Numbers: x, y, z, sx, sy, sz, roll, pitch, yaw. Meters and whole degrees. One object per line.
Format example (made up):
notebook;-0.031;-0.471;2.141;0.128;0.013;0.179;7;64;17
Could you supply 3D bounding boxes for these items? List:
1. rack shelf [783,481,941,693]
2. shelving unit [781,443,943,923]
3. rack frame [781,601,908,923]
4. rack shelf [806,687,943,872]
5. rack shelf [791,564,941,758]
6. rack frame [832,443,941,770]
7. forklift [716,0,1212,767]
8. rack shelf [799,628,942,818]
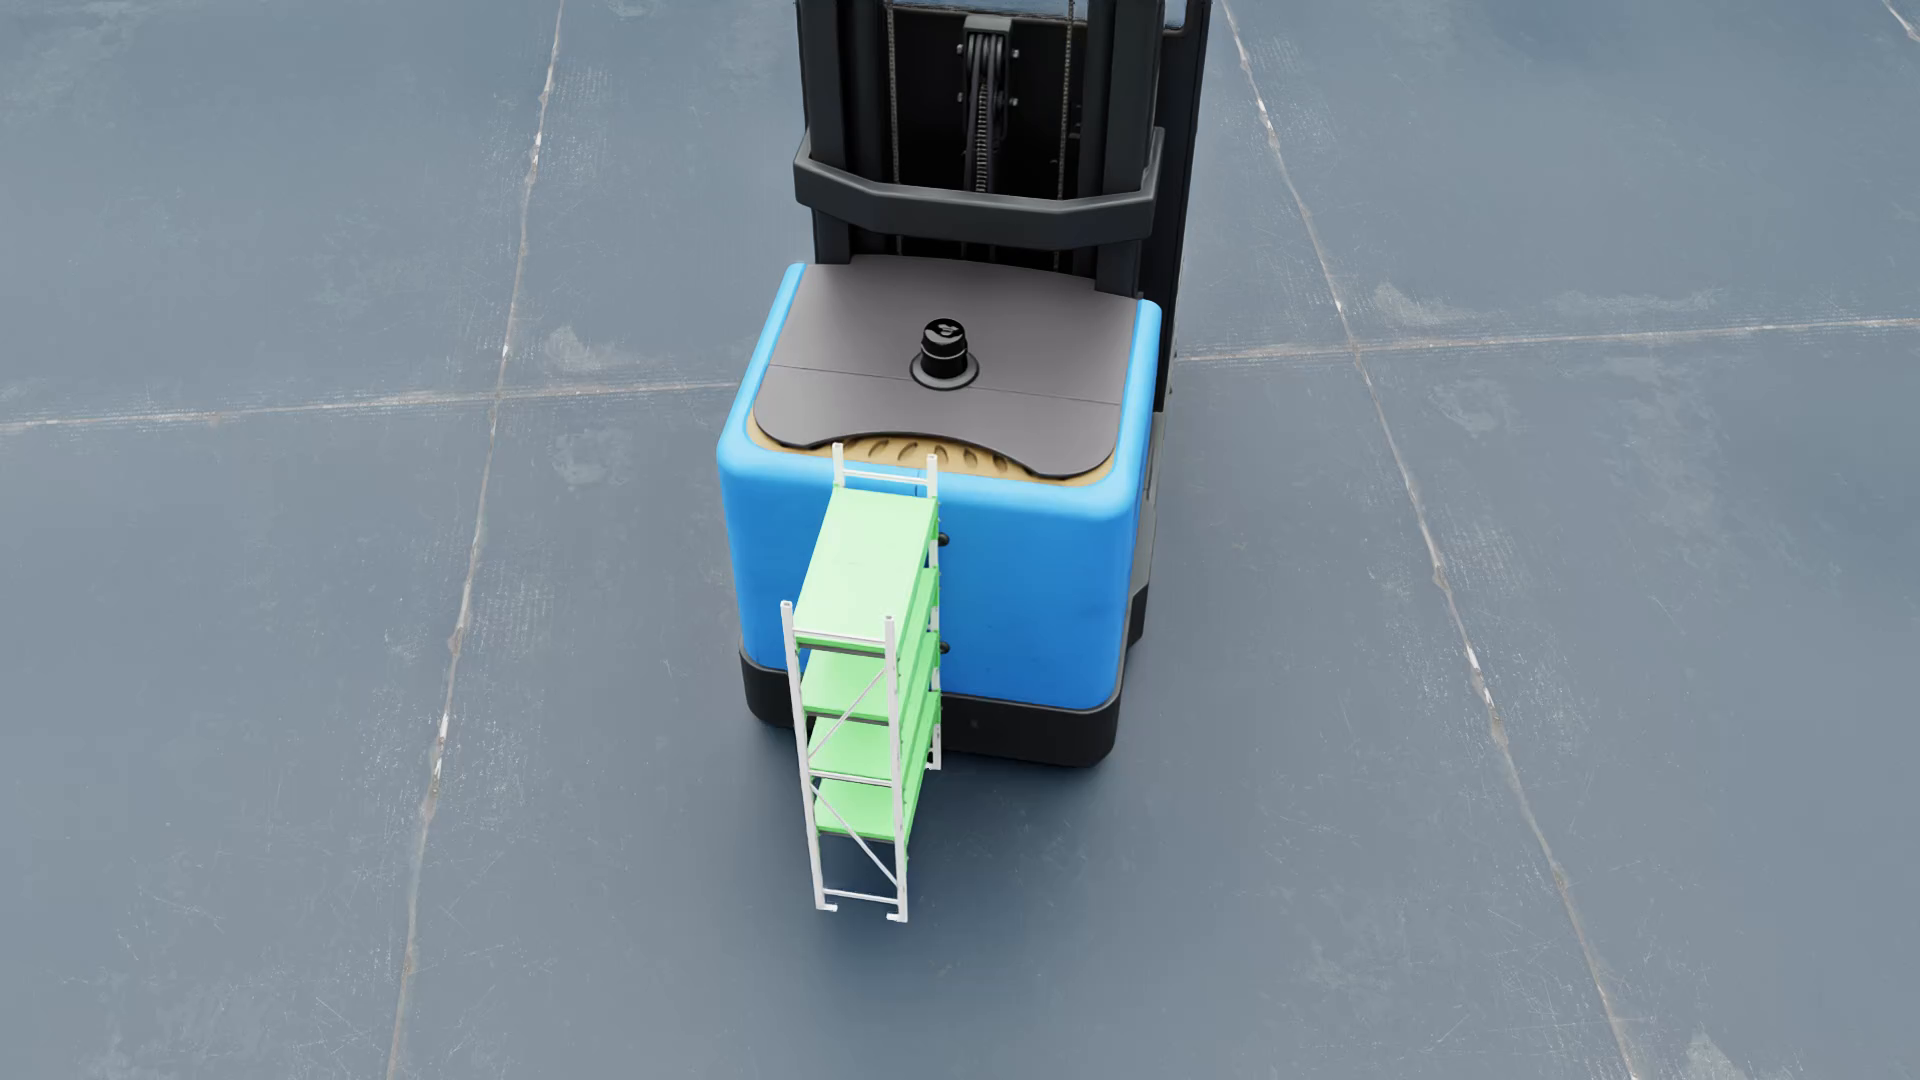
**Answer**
rack shelf;-0.213;0.099;3.757;0.258;0.148;0.480;7;47;7
shelving unit;-0.213;0.385;4.059;0.258;1.200;0.503;7;47;7
rack frame;-0.255;0.559;3.894;0.240;1.200;0.015;7;47;7
rack shelf;-0.213;0.594;4.280;0.258;0.148;0.480;7;47;7
rack shelf;-0.213;0.264;3.931;0.258;0.148;0.480;7;47;7
rack frame;-0.172;0.210;4.224;0.240;1.200;0.015;7;47;7
forklift;0.151;-1.472;4.625;1.130;2.935;3.031;7;47;7
rack shelf;-0.213;0.429;4.106;0.258;0.148;0.480;7;47;7
